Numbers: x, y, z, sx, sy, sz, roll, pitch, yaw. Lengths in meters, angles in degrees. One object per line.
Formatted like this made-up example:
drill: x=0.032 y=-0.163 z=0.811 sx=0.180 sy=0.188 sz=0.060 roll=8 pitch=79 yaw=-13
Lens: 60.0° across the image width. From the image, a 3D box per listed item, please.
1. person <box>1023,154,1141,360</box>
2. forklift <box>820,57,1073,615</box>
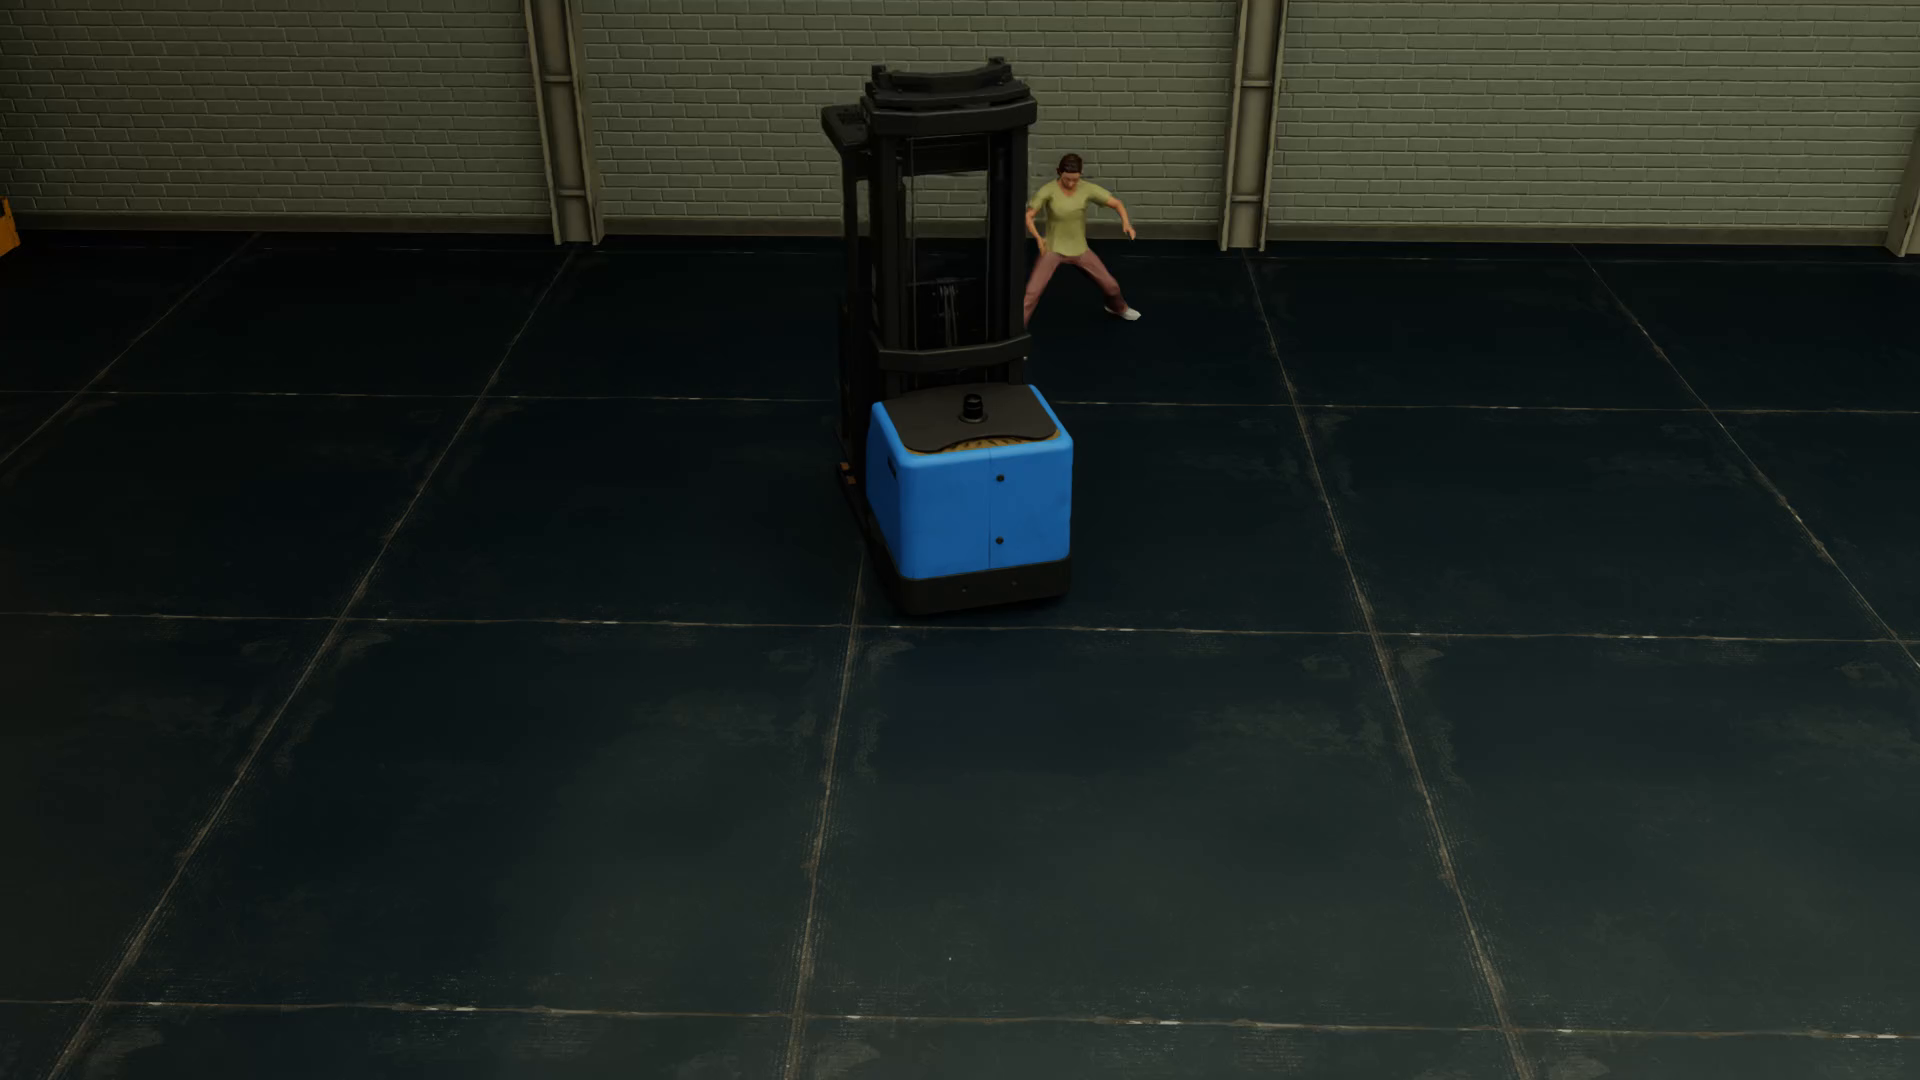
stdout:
person: x=0.904 y=-2.239 z=12.833 sx=1.200 sy=1.479 sz=0.902 roll=-3 pitch=31 yaw=-5
forklift: x=-0.208 y=-1.563 z=10.265 sx=1.130 sy=2.935 sz=3.031 roll=-8 pitch=31 yaw=-12
